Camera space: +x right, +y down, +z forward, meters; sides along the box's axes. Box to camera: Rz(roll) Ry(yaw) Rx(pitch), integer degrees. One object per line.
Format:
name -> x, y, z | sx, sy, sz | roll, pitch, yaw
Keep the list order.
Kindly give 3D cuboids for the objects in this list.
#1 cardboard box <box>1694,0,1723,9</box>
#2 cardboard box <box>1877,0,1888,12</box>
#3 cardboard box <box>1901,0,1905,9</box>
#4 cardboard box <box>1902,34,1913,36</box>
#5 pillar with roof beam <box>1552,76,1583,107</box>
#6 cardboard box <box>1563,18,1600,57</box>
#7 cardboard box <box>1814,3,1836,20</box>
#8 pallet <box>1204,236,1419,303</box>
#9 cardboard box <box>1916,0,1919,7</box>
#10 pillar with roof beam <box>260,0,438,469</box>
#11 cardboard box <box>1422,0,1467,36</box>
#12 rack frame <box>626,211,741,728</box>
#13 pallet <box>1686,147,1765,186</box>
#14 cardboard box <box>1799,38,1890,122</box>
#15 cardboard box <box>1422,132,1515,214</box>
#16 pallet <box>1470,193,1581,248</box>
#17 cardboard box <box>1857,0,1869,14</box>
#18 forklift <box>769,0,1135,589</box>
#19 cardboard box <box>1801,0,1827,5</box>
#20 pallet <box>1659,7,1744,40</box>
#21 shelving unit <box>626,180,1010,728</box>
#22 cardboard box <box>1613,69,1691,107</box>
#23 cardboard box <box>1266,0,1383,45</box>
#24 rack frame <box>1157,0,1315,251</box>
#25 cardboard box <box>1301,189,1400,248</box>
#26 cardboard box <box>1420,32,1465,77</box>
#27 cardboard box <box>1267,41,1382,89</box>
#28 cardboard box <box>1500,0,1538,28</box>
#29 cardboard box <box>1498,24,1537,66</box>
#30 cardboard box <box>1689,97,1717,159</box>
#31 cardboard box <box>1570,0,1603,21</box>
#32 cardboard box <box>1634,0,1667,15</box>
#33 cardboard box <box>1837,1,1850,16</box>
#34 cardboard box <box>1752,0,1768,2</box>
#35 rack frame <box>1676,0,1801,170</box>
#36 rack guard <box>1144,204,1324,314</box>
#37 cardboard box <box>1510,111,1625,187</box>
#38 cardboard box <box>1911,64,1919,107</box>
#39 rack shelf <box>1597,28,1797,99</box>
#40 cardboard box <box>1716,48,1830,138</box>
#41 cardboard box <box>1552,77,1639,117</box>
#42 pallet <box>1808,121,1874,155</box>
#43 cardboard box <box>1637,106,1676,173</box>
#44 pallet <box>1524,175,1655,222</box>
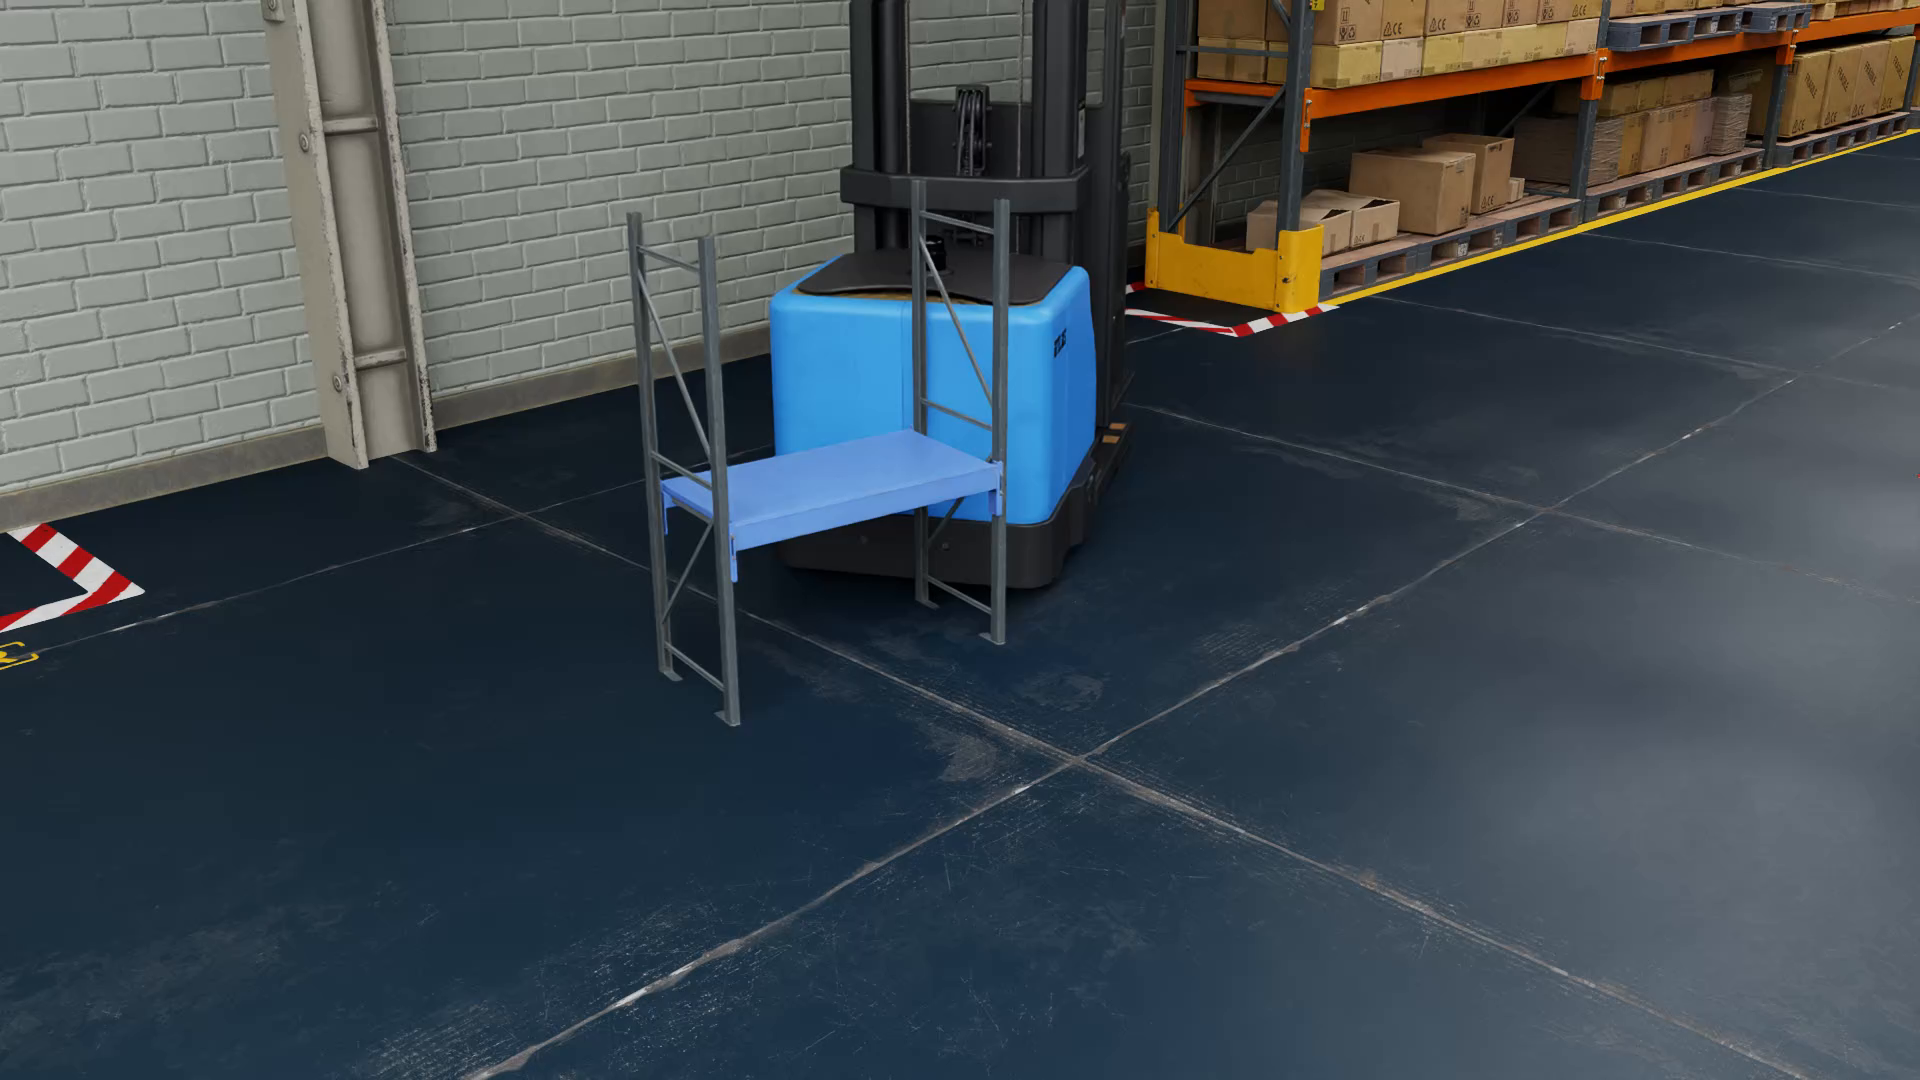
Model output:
cardboard box -> 6.075, -4.807, 14.149 | 0.700, 0.500, 0.500 | 19, 28, 41
cardboard box -> 9.274, -5.512, 17.057 | 0.380, 0.149, 0.250 | 19, 28, 41
cardboard box -> 9.635, -5.641, 17.392 | 0.250, 0.149, 0.380 | -19, 28, -40
cardboard box -> 11.474, -5.944, 19.852 | 0.380, 0.149, 0.250 | 20, 28, 41
pillar with roof beam -> 8.807, -6.610, 11.228 | 9.100, 9.000, 0.400 | 19, 28, 41
cardboard box -> 4.345, -3.718, 12.248 | 0.500, 0.250, 0.500 | 19, 28, 41
cardboard box -> 8.073, -5.033, 15.810 | 0.250, 0.149, 0.380 | -19, 28, -40
pallet -> 2.313, -1.866, 11.135 | 1.003, 0.211, 1.213 | 19, 28, 41
cardboard box -> 10.007, -5.767, 17.720 | 0.380, 0.149, 0.250 | 20, 28, 41
pillar with roof beam -> 0.436, -3.525, 3.203 | 9.100, 9.000, 0.400 | 19, 28, 41
cardboard box -> 2.934, -3.541, 10.742 | 0.500, 0.500, 0.500 | 18, 27, 39
rack frame -> -0.830, -0.201, 5.006 | 0.032, 1.500, 0.500 | -14, 25, -33
pallet -> 6.703, -3.502, 15.393 | 1.003, 0.211, 1.213 | 19, 28, 41
cardboard box -> 9.061, -4.796, 17.284 | 0.750, 0.750, 0.750 | -19, 28, -40
cardboard box -> 3.763, -2.738, 12.388 | 0.500, 0.500, 0.500 | 17, 27, 37
pallet -> 4.016, -2.493, 12.767 | 1.003, 0.211, 1.213 | 19, 28, 41
cardboard box -> 8.895, -5.386, 16.729 | 0.250, 0.149, 0.380 | -19, 28, -40
forklift -> 0.162, -1.691, 6.889 | 1.130, 2.935, 3.031 | 5, 22, 13
cardboard box -> 7.771, -5.260, 15.497 | 0.500, 0.500, 0.500 | -19, 28, -40
pallet -> 5.898, -4.396, 14.098 | 1.003, 0.211, 1.213 | 19, 28, 41
shelving unit -> -0.417, -0.307, 5.283 | 1.048, 1.500, 0.538 | -14, 25, -33
cardboard box -> 5.986, -3.931, 14.446 | 0.500, 0.250, 0.500 | 19, 28, 40
cardboard box -> 2.217, -3.285, 10.076 | 0.500, 0.500, 0.500 | 19, 28, 41
rack frame -> 1.668, -2.948, 10.064 | 1.000, 3.000, 0.127 | 19, 28, 41
cardboard box -> 2.613, -2.200, 11.253 | 0.500, 0.311, 0.500 | -17, 27, -38
cardboard box -> 2.948, -3.200, 10.900 | 0.500, 0.250, 0.500 | 19, 28, 40
cardboard box -> 2.236, -2.933, 10.207 | 0.500, 0.250, 0.500 | 18, 28, 39
cardboard box -> 3.647, -3.810, 11.443 | 0.500, 0.500, 0.500 | 18, 28, 39
cardboard box -> 3.652, -3.459, 11.574 | 0.500, 0.250, 0.500 | 19, 28, 40
cardboard box -> 6.342, -3.742, 14.999 | 0.700, 0.500, 0.500 | 19, 28, 41
cardboard box -> 4.350, -4.067, 12.110 | 0.500, 0.500, 0.500 | 19, 28, 41
cardboard box -> 5.233, -4.492, 13.329 | 0.500, 0.500, 0.700 | -17, 27, -37
cardboard box -> 8.522, -5.261, 16.403 | 0.250, 0.149, 0.380 | -20, 28, -41
cardboard box -> 6.928, -5.133, 14.996 | 0.700, 0.500, 0.500 | 15, 26, 35
rack frame -> 7.249, -5.005, 15.414 | 1.000, 3.000, 0.127 | 19, 28, 41
rack guard -> 1.721, -1.801, 10.563 | 1.175, 0.500, 0.348 | 19, 28, 41
cardboard box -> 4.960, -3.208, 13.611 | 0.500, 0.500, 0.700 | -19, 28, -40
cardboard box -> 10.635, -5.229, 18.896 | 0.700, 0.500, 0.500 | 20, 29, 41
rack shelf -> 5.854, -4.155, 14.205 | 1.077, 0.370, 4.000 | 19, 28, 41
cardboard box -> 7.856, -4.353, 16.131 | 0.750, 0.750, 0.750 | 19, 28, 40
cardboard box -> 5.265, -3.672, 13.774 | 0.500, 0.250, 0.500 | 19, 28, 40
pallet -> 8.704, -4.199, 17.204 | 1.003, 0.211, 1.213 | 19, 28, 41
cardboard box -> 5.670, -3.475, 14.305 | 0.700, 0.500, 0.500 | 20, 28, 41
pallet -> 5.001, -2.875, 13.761 | 1.003, 0.211, 1.213 | 19, 28, 41
